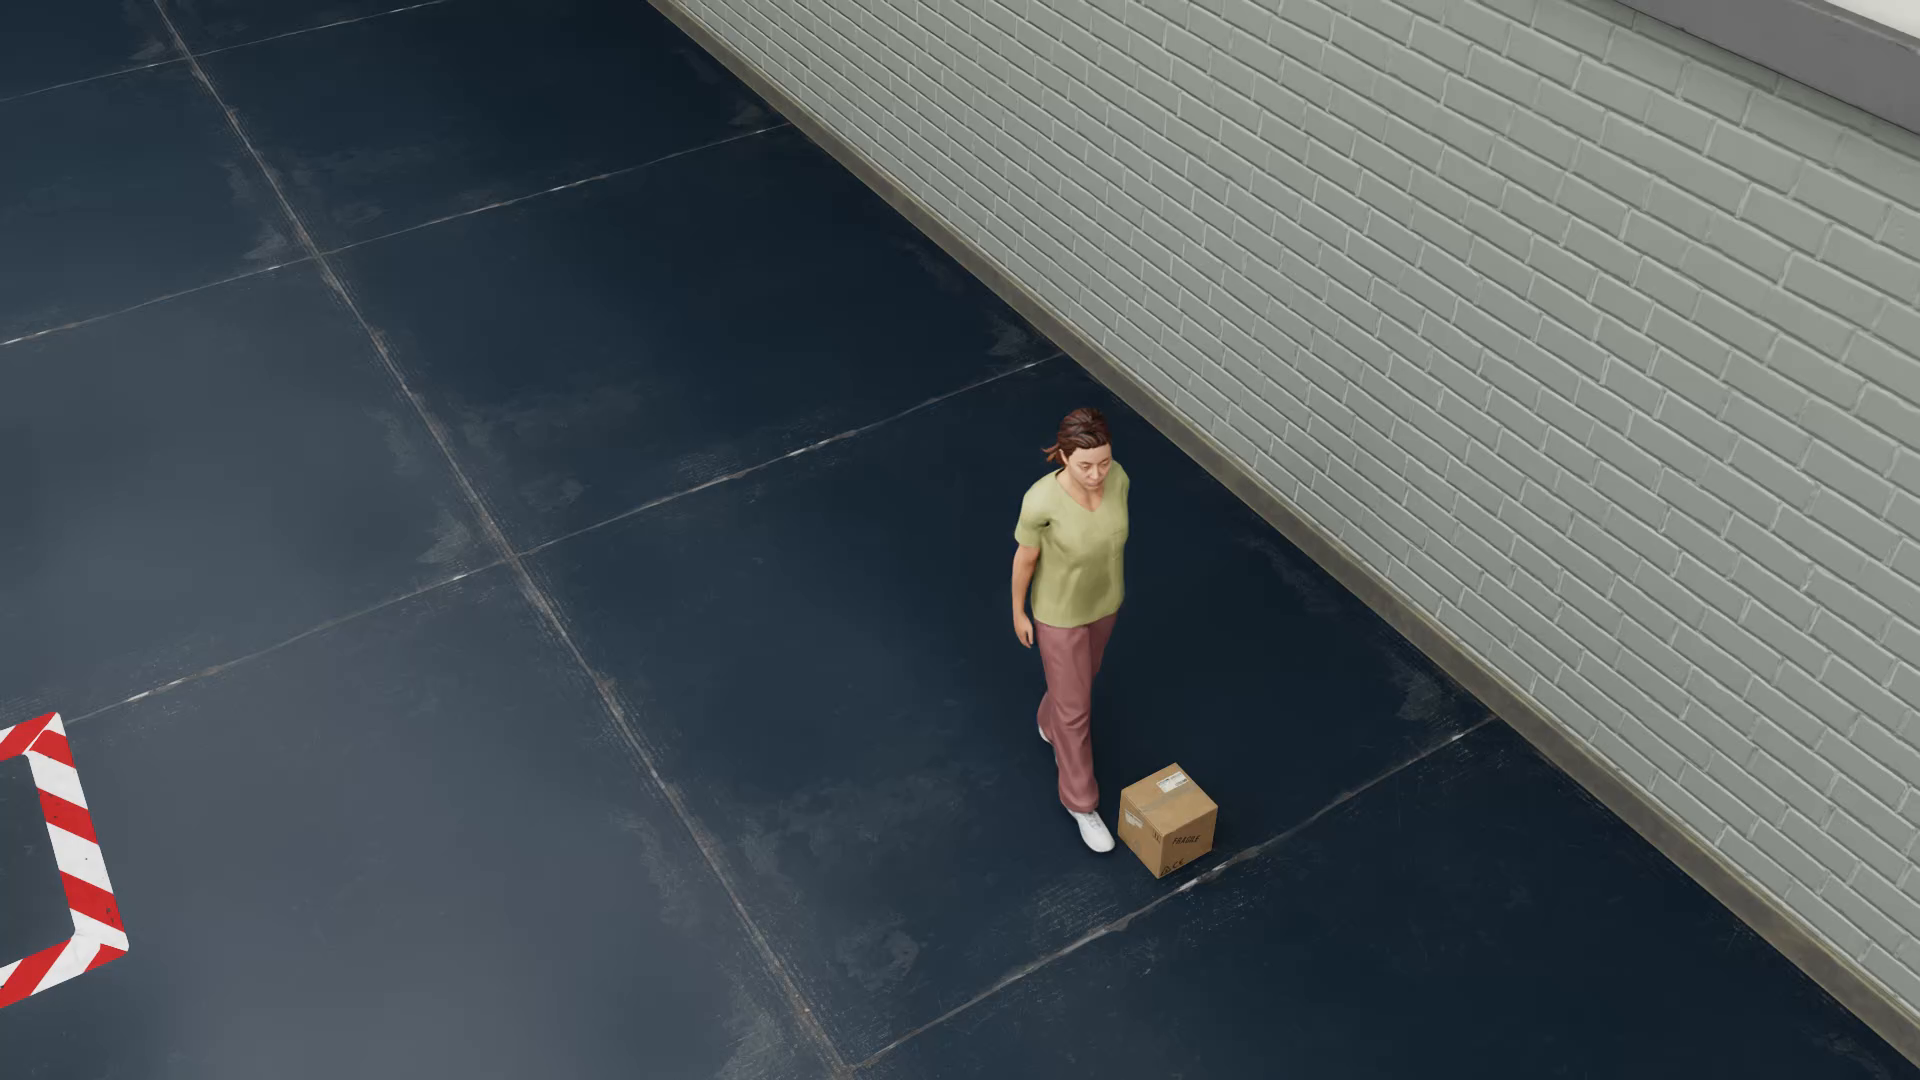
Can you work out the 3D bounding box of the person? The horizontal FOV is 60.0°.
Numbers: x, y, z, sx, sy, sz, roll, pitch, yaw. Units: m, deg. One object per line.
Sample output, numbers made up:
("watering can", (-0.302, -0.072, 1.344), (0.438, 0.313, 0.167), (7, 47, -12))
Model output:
("person", (0.478, 0.302, 5.797), (0.461, 1.667, 0.686), (-21, 45, -23))
